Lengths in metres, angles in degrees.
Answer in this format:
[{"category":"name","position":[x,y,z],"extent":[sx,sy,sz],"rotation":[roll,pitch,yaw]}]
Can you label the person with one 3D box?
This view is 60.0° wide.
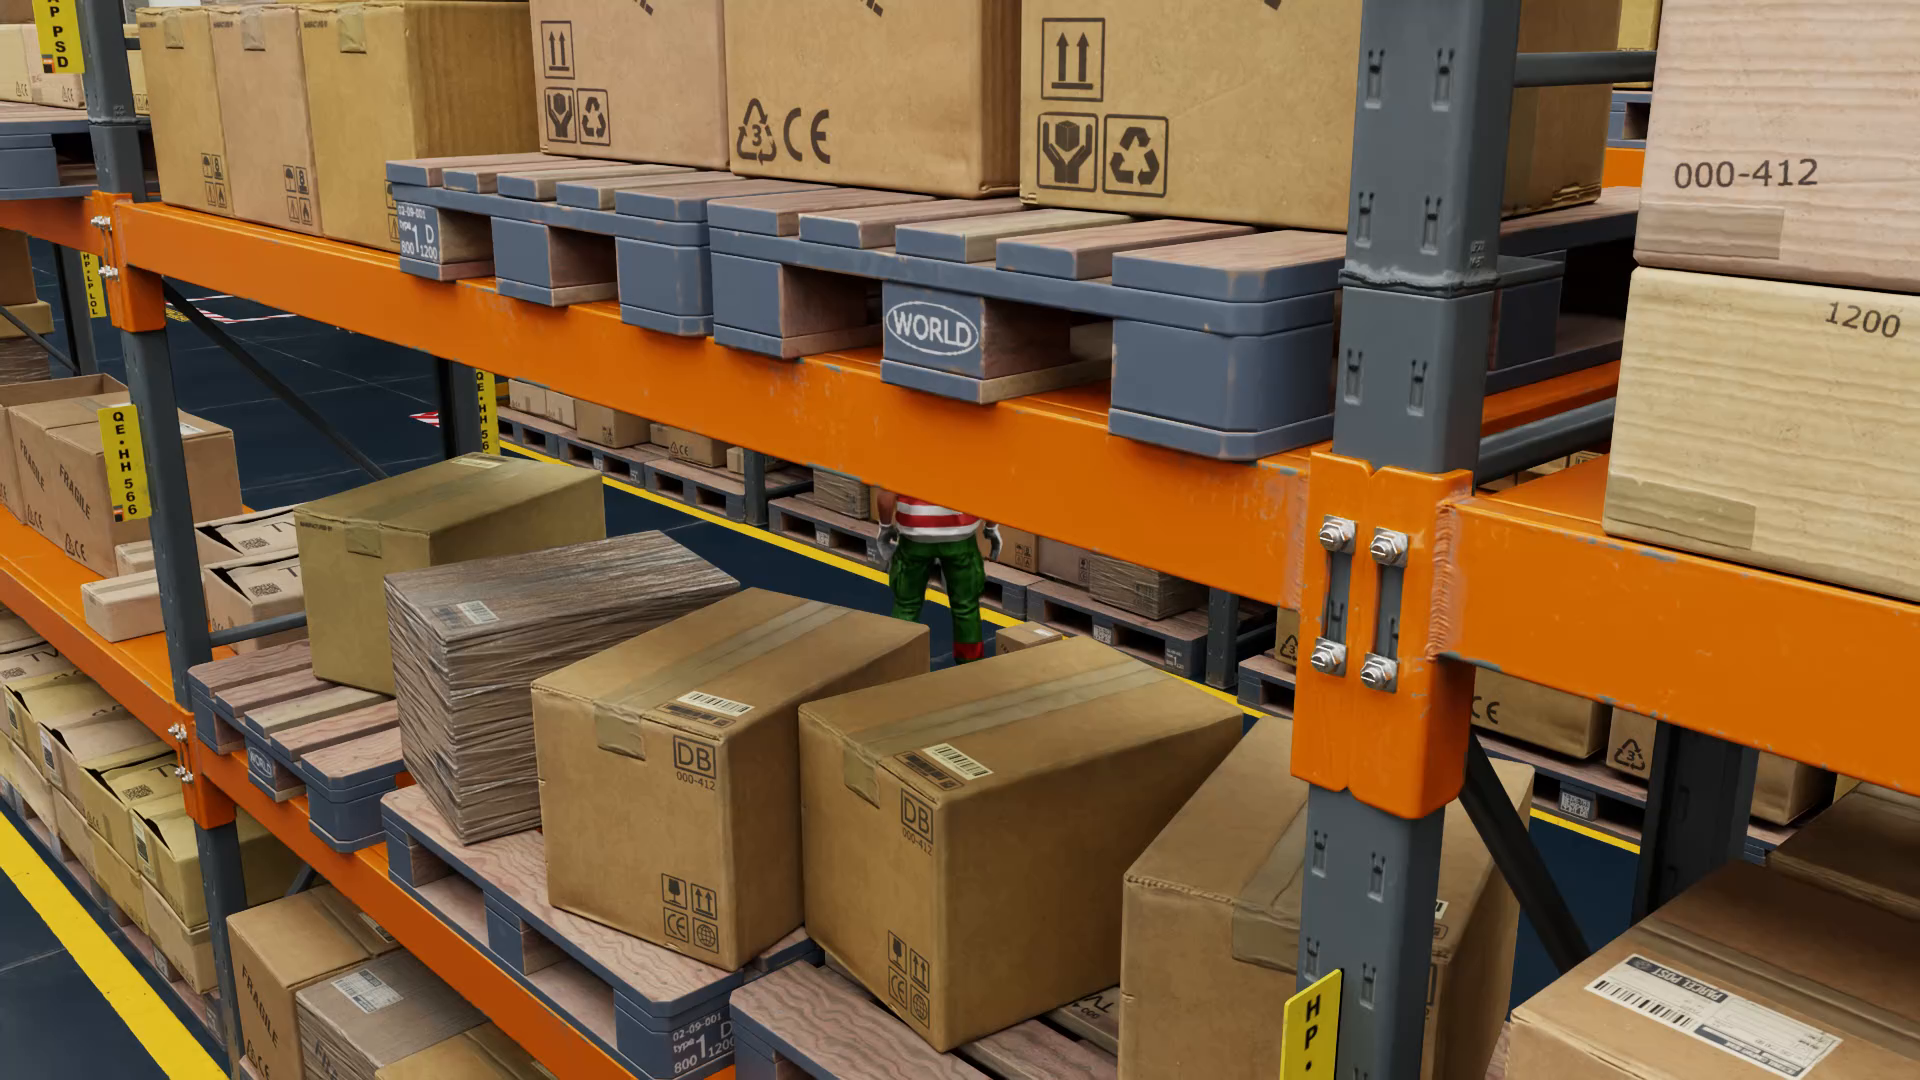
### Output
[{"category":"person","position":[-0.115,-0.026,8.094],"extent":[0.645,1.805,0.412],"rotation":[1,17,2]}]
